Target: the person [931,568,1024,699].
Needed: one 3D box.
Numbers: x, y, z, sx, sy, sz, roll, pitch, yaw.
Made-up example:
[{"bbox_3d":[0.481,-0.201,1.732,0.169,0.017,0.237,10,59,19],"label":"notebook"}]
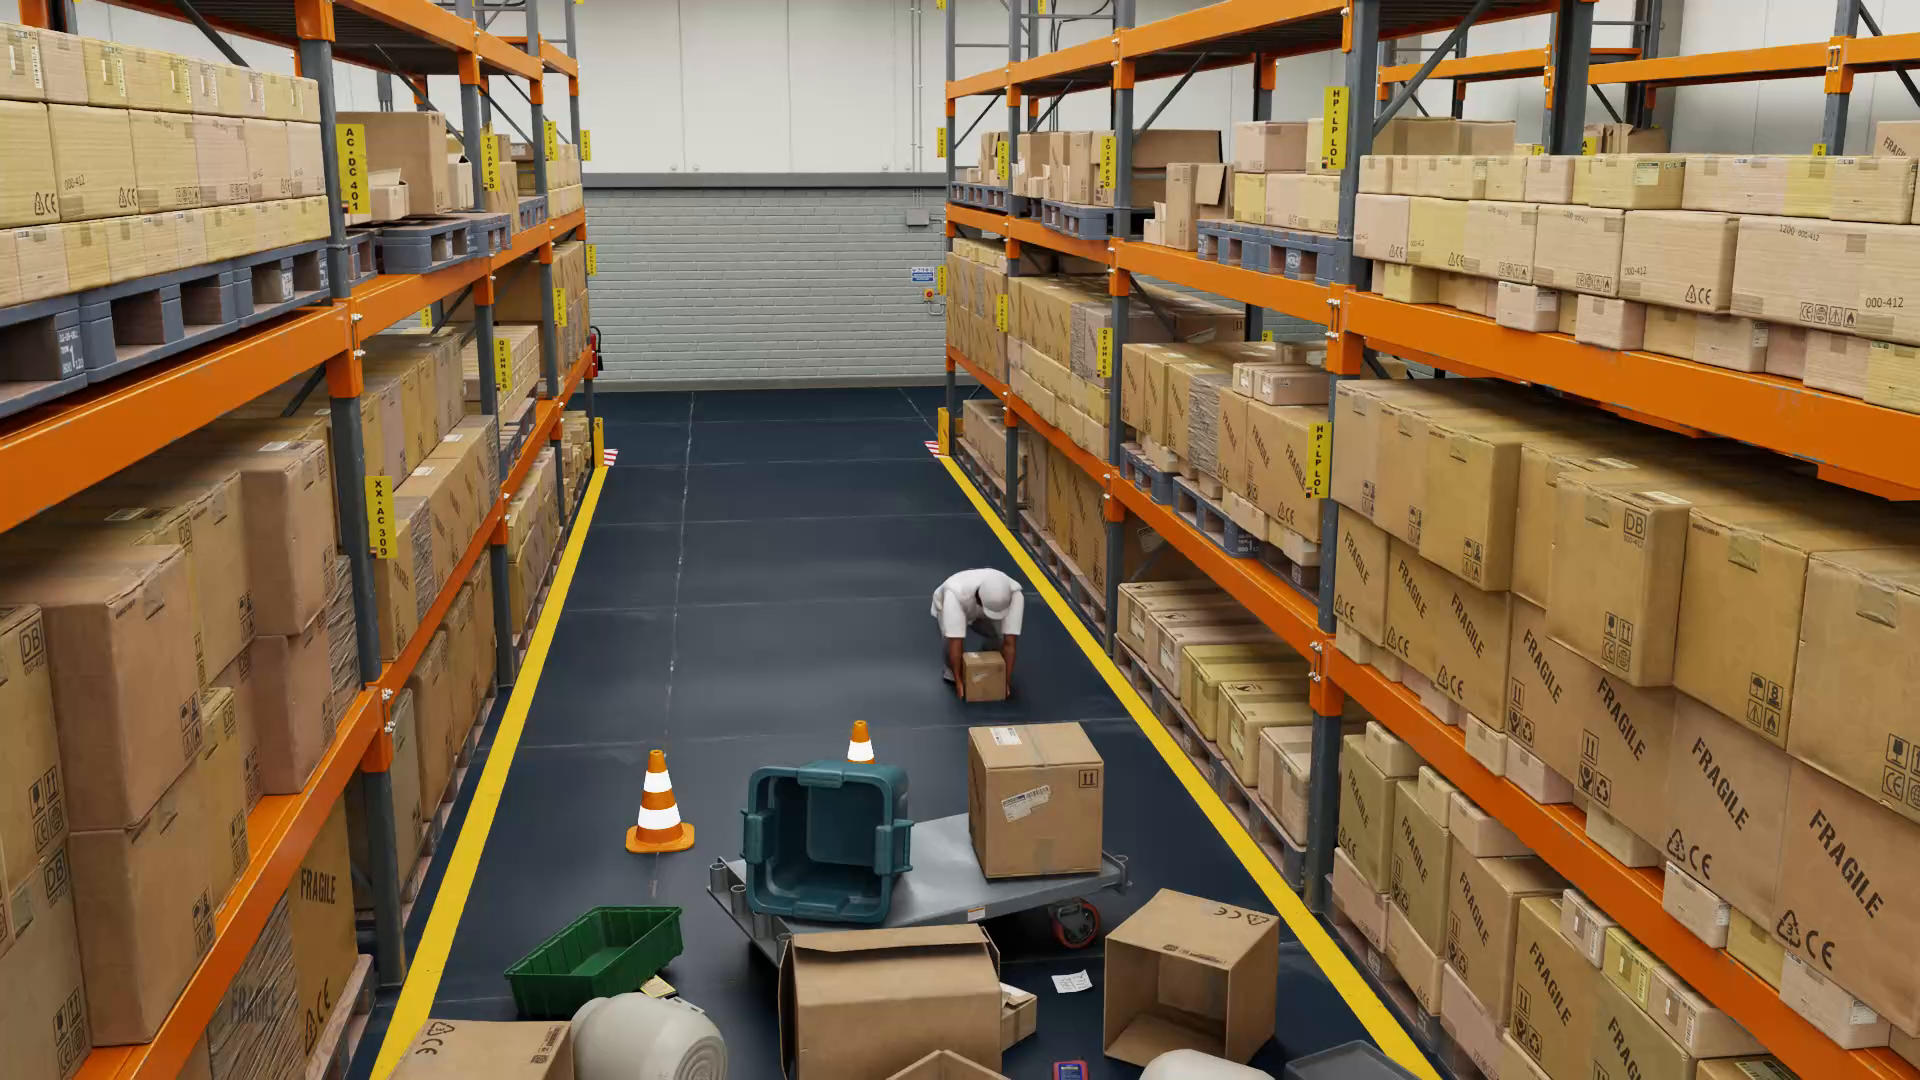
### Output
[{"bbox_3d":[0.127,0.576,10.775,0.539,0.902,0.923,-3,13,-12],"label":"person"}]
